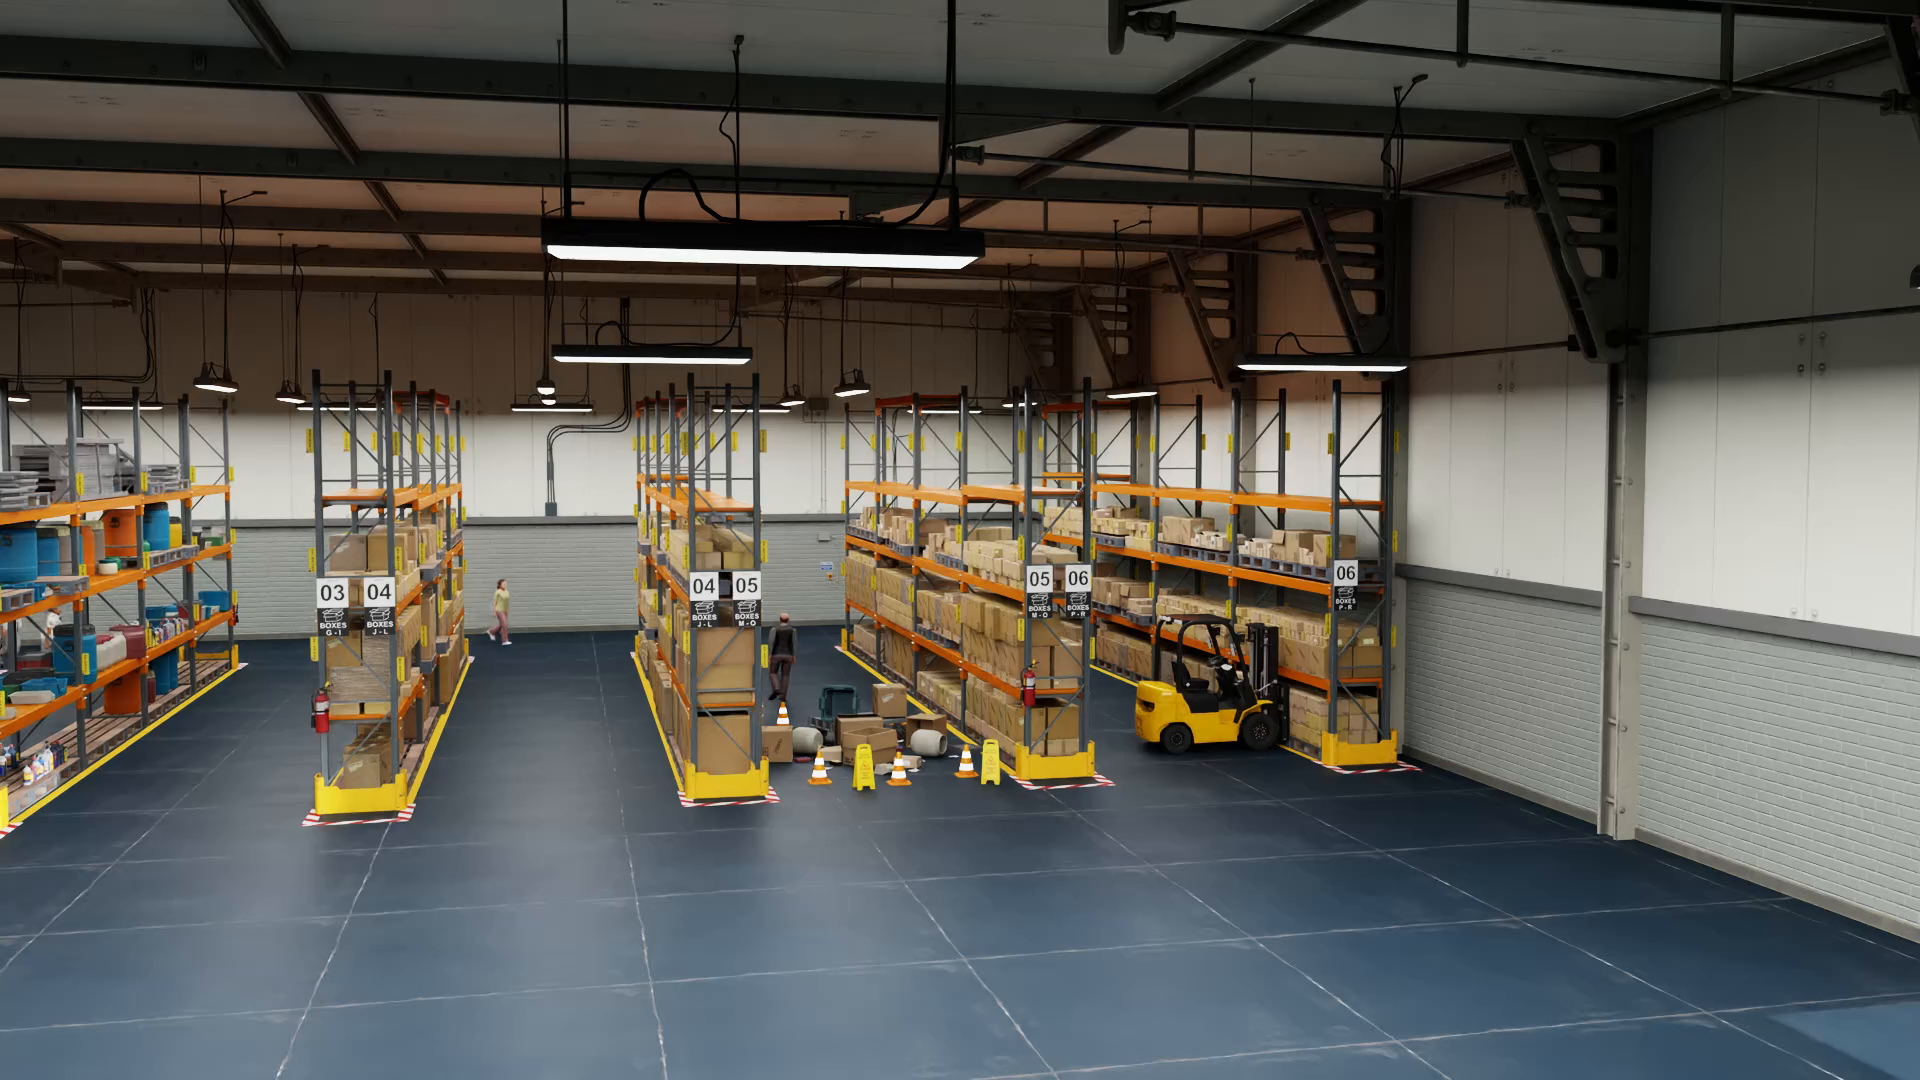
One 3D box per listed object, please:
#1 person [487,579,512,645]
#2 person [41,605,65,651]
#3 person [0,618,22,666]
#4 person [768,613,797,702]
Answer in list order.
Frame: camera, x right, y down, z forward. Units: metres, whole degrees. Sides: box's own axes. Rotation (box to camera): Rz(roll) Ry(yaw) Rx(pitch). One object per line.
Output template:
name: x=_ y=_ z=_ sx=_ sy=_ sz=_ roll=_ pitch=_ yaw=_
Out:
person: x=-11.476 y=1.781 z=41.477 sx=0.853 sy=1.639 sz=0.449 roll=1 pitch=4 yaw=24
person: x=-19.234 y=2.142 z=35.321 sx=0.478 sy=1.628 sz=0.873 roll=2 pitch=4 yaw=35
person: x=-21.205 y=1.974 z=37.004 sx=0.588 sy=1.767 sz=0.564 roll=0 pitch=3 yaw=1
person: x=-3.438 y=2.272 z=32.250 sx=0.569 sy=1.720 sz=0.462 roll=-1 pitch=3 yaw=-10
